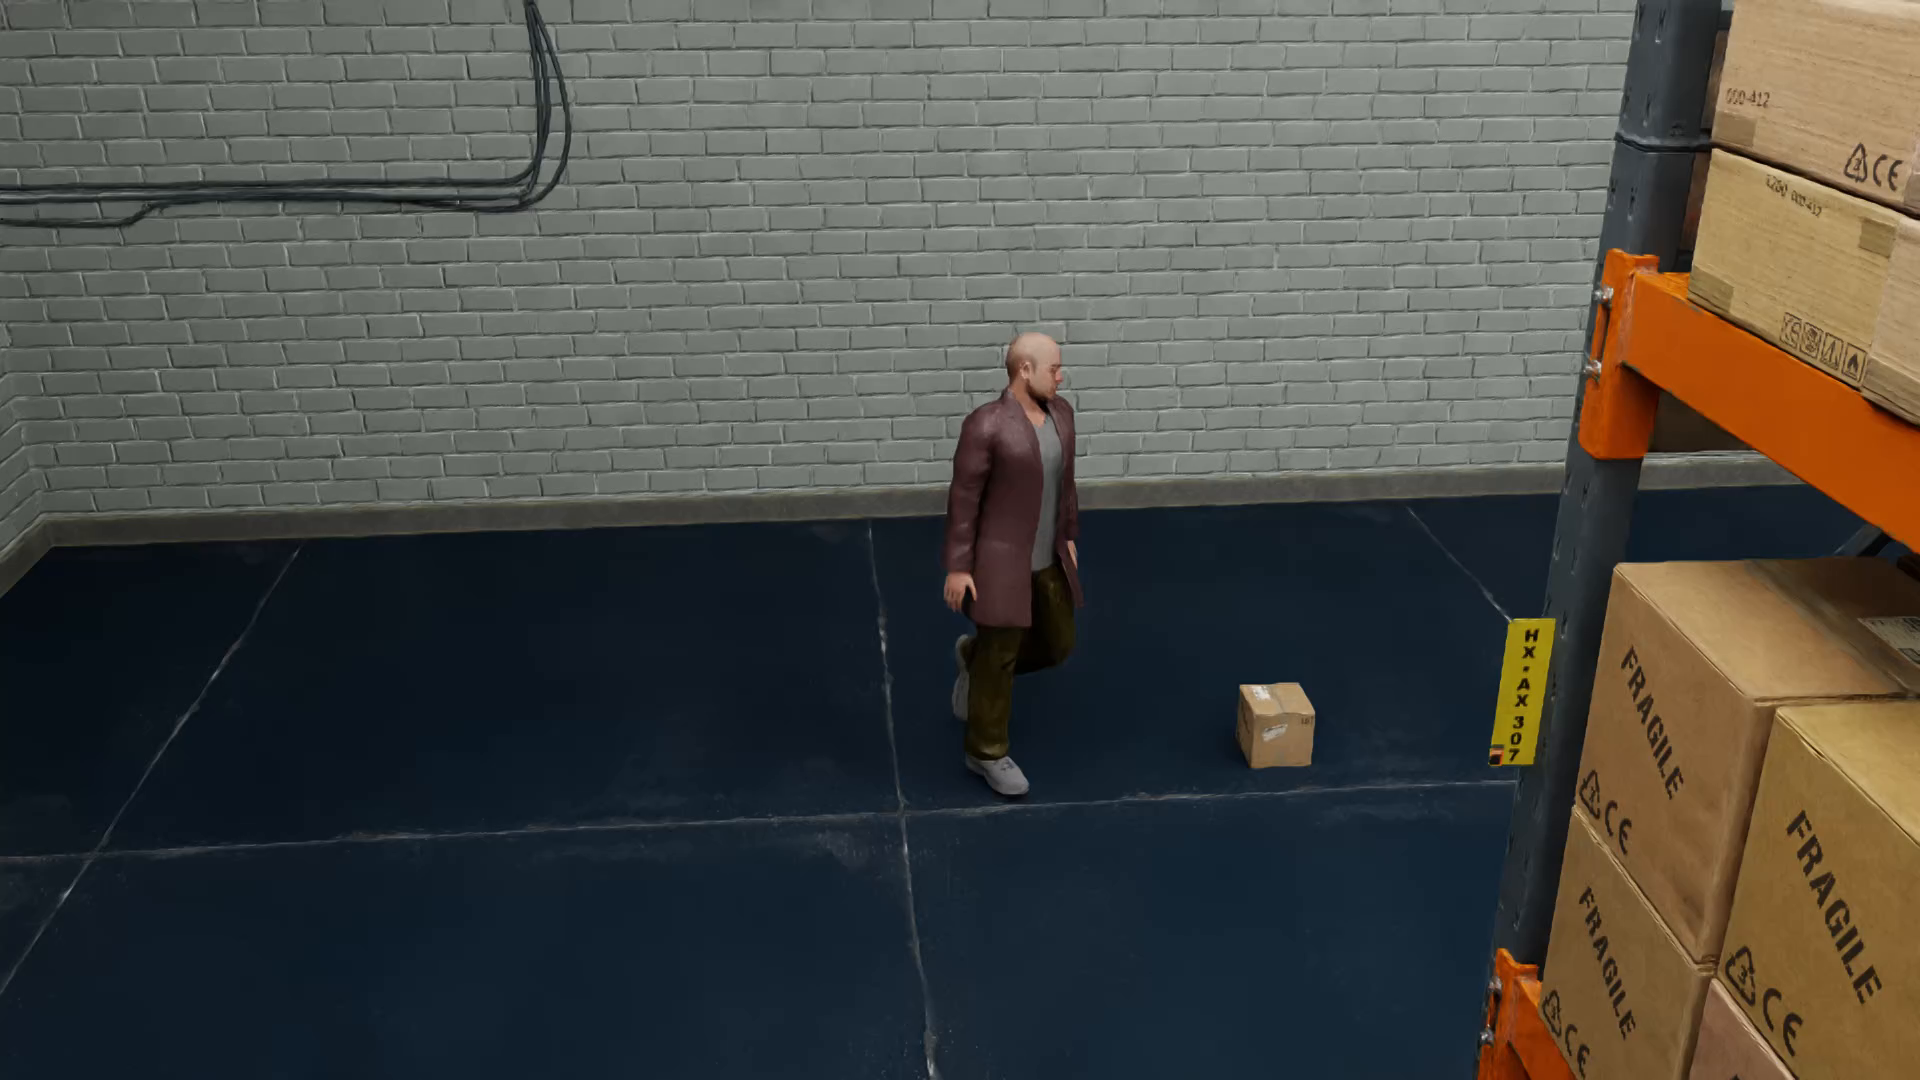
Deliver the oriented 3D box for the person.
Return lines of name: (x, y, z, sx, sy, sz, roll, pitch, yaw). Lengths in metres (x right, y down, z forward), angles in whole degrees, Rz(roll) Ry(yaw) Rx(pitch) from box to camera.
person: (0.203, 0.049, 6.485, 0.685, 1.757, 0.657, -20, 30, -38)
